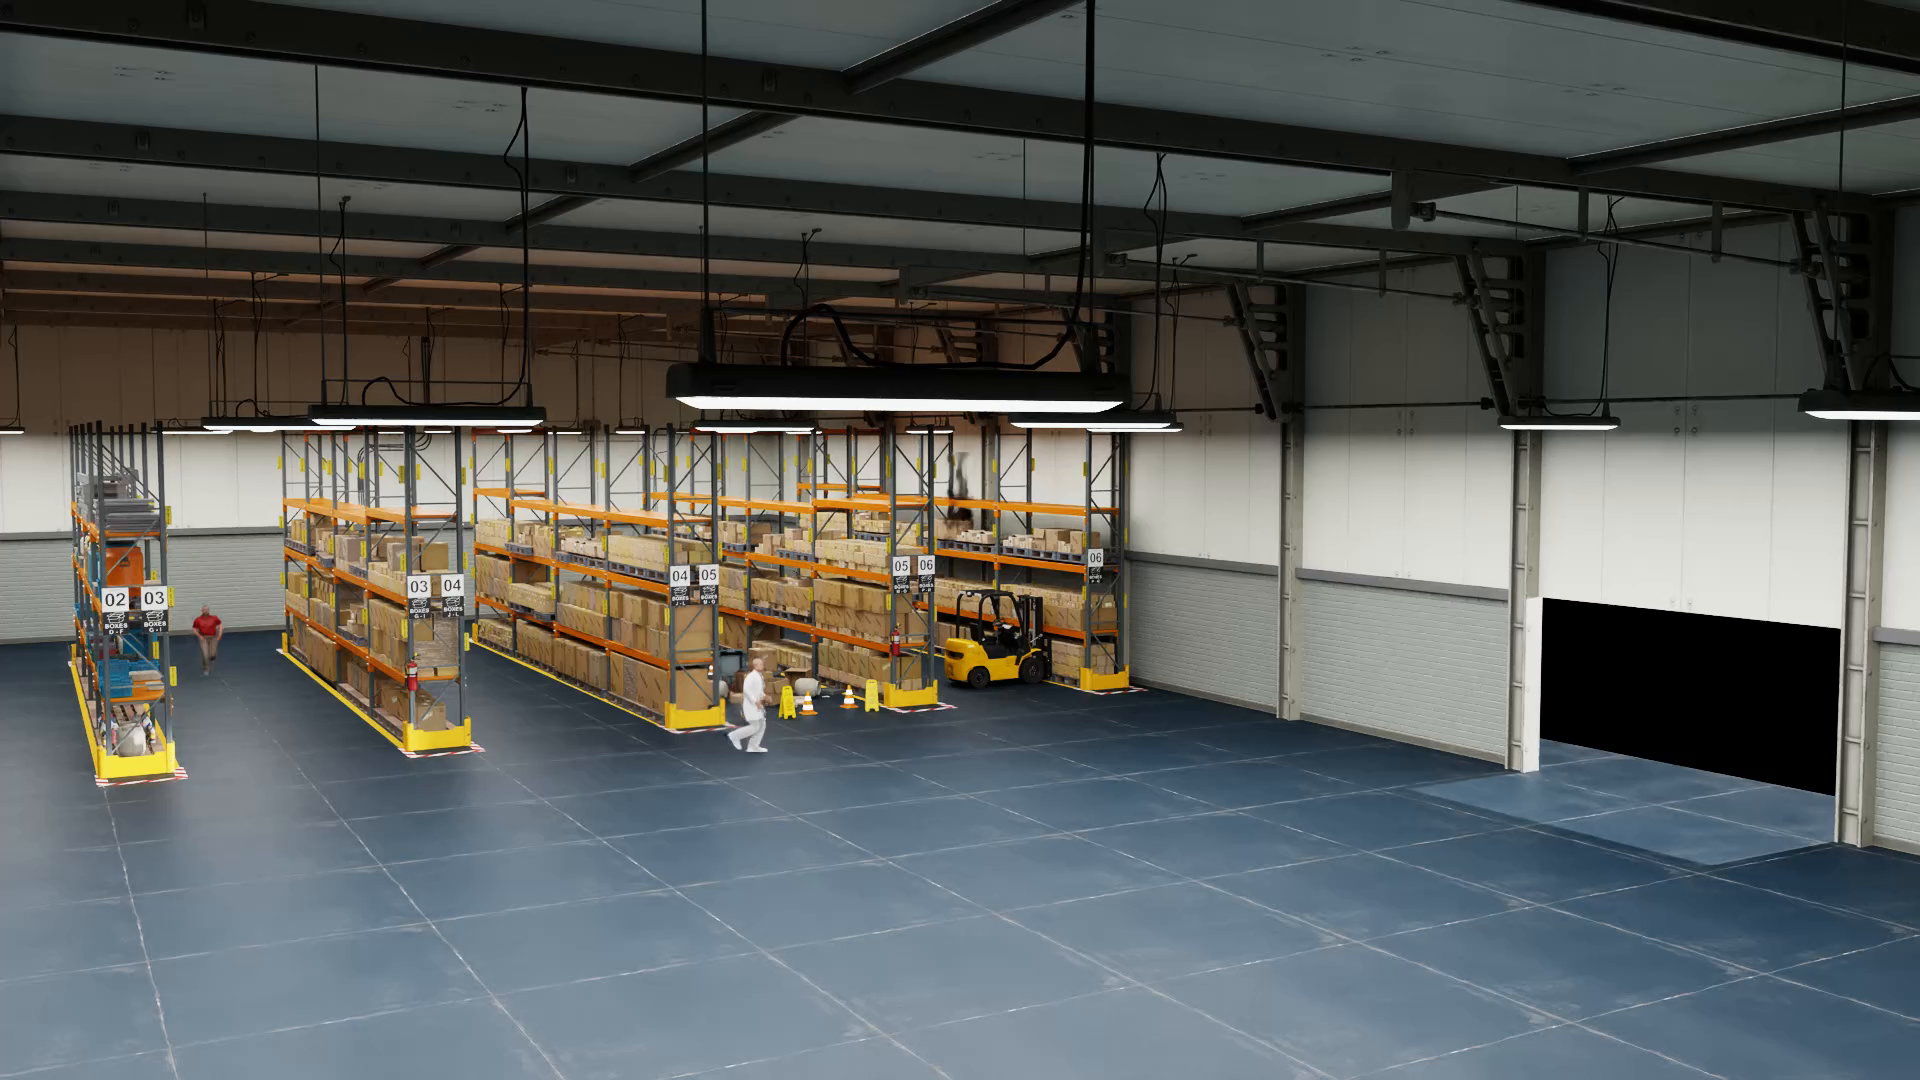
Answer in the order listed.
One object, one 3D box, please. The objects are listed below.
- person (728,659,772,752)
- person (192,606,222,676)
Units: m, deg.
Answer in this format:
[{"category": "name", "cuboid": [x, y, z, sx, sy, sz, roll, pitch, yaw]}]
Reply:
[{"category": "person", "cuboid": [-3.824, 3.002, 30.163, 0.746, 1.722, 0.721, 1, 4, 10]}, {"category": "person", "cuboid": [-18.089, 2.419, 39.984, 0.678, 1.694, 0.674, -2, 4, -30]}]
